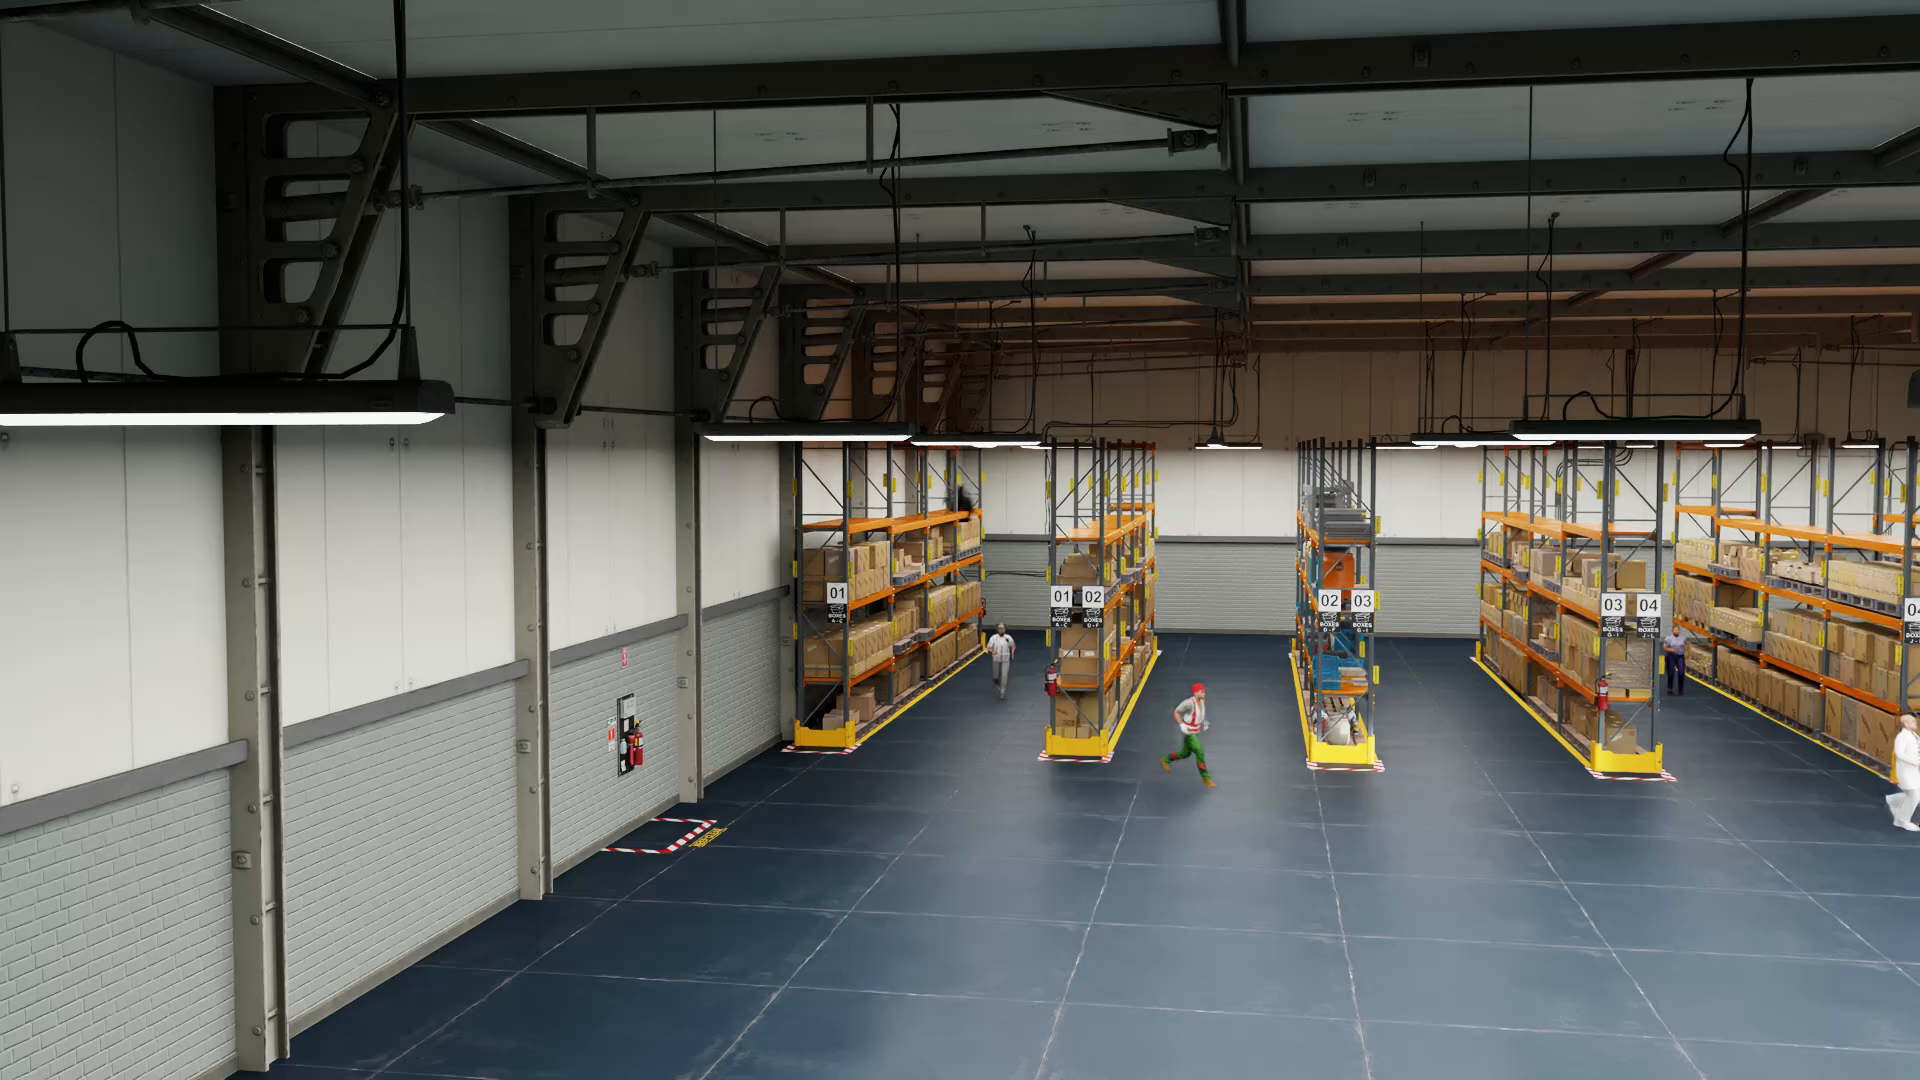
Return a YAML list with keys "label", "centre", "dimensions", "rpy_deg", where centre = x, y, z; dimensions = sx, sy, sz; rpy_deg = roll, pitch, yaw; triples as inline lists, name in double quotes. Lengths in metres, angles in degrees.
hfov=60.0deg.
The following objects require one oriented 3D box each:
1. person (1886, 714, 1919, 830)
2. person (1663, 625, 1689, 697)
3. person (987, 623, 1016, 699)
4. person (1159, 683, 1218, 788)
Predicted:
- label: "person"
  centre: [14.408, 3.559, 25.257]
  dimensions: [0.647, 1.662, 0.754]
  rpy_deg: [3, 4, 44]
- label: "person"
  centre: [16.850, 2.861, 39.125]
  dimensions: [0.617, 1.701, 0.717]
  rpy_deg: [1, 3, 14]
- label: "person"
  centre: [0.971, 2.791, 38.824]
  dimensions: [0.675, 1.747, 0.834]
  rpy_deg: [0, 3, 1]
- label: "person"
  centre: [3.933, 3.330, 28.643]
  dimensions: [1.135, 1.772, 0.659]
  rpy_deg: [2, 4, 36]
